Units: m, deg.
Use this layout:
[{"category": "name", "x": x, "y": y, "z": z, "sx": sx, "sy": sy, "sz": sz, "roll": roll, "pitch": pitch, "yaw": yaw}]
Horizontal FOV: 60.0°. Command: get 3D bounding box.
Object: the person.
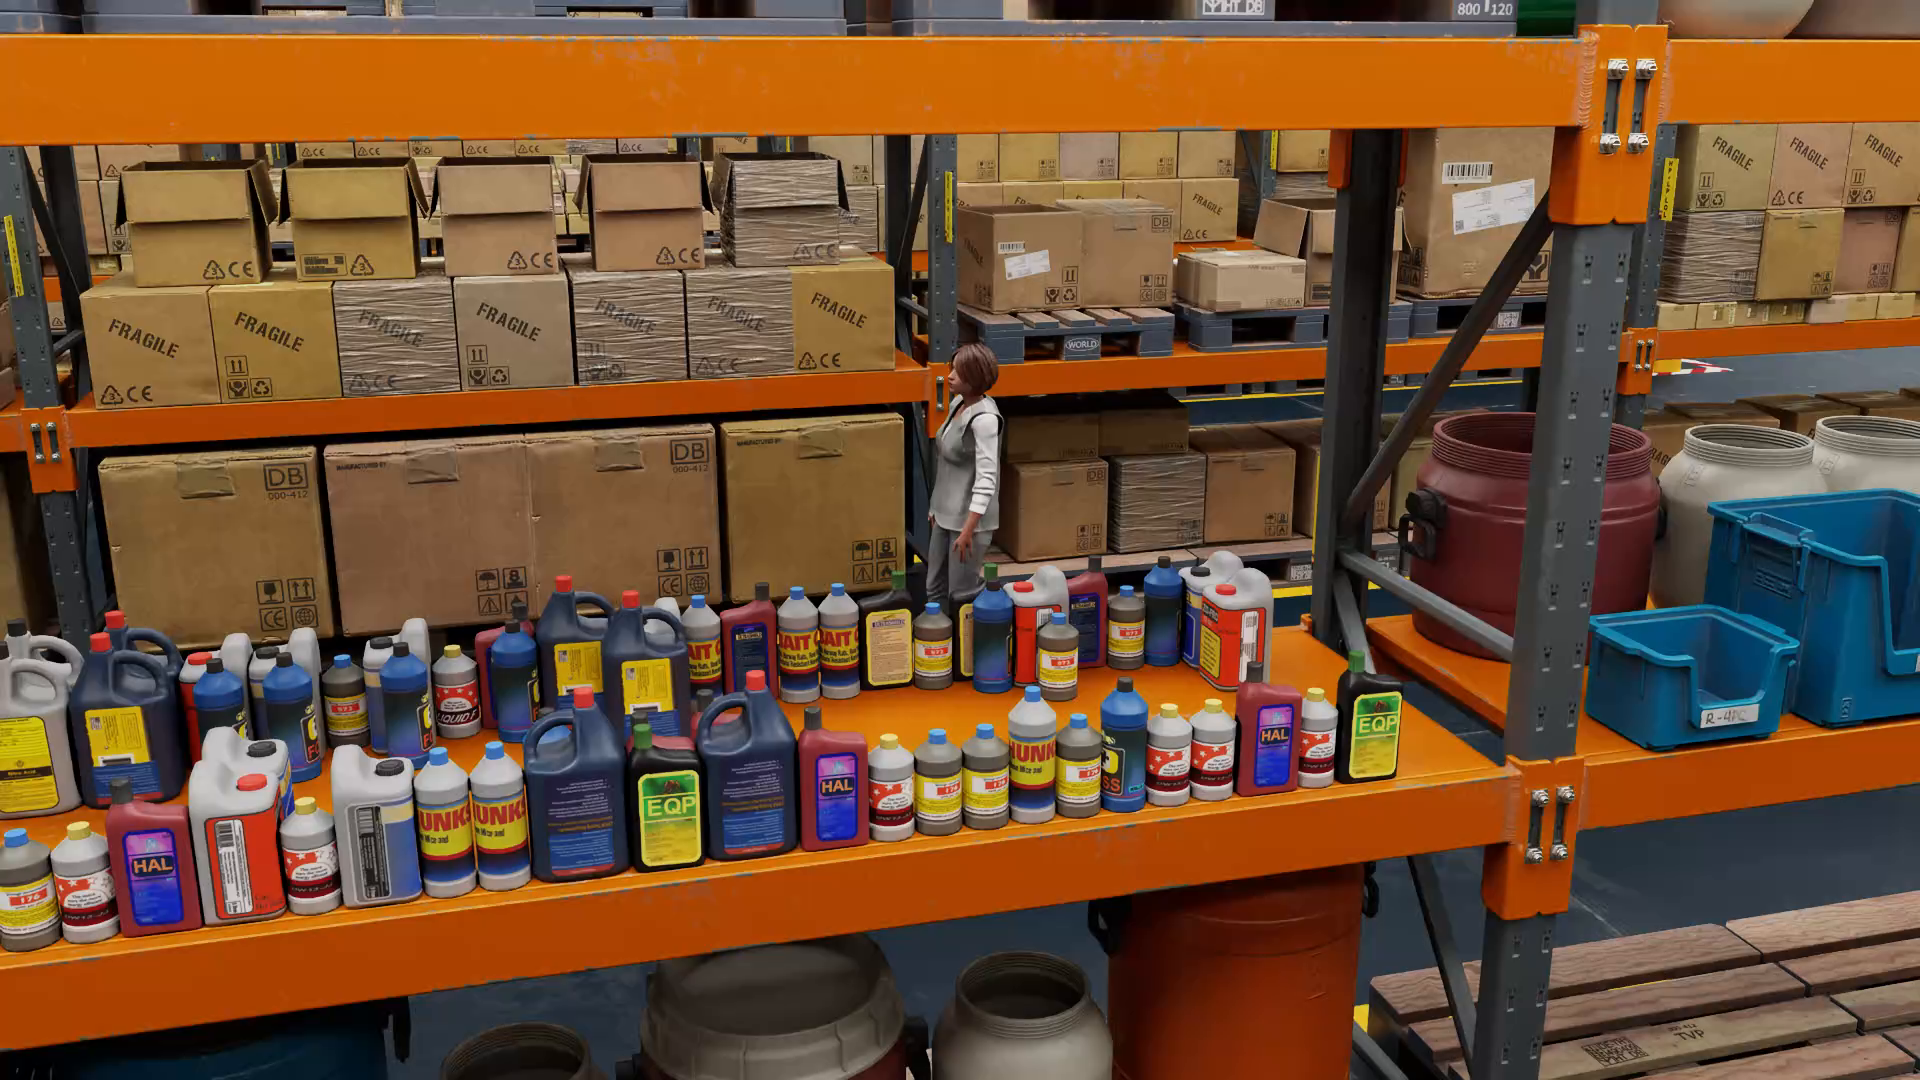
[{"category": "person", "x": -0.066, "y": -0.054, "z": 7.234, "sx": 0.472, "sy": 1.581, "sz": 0.520, "roll": -5, "pitch": 17, "yaw": -15}]
